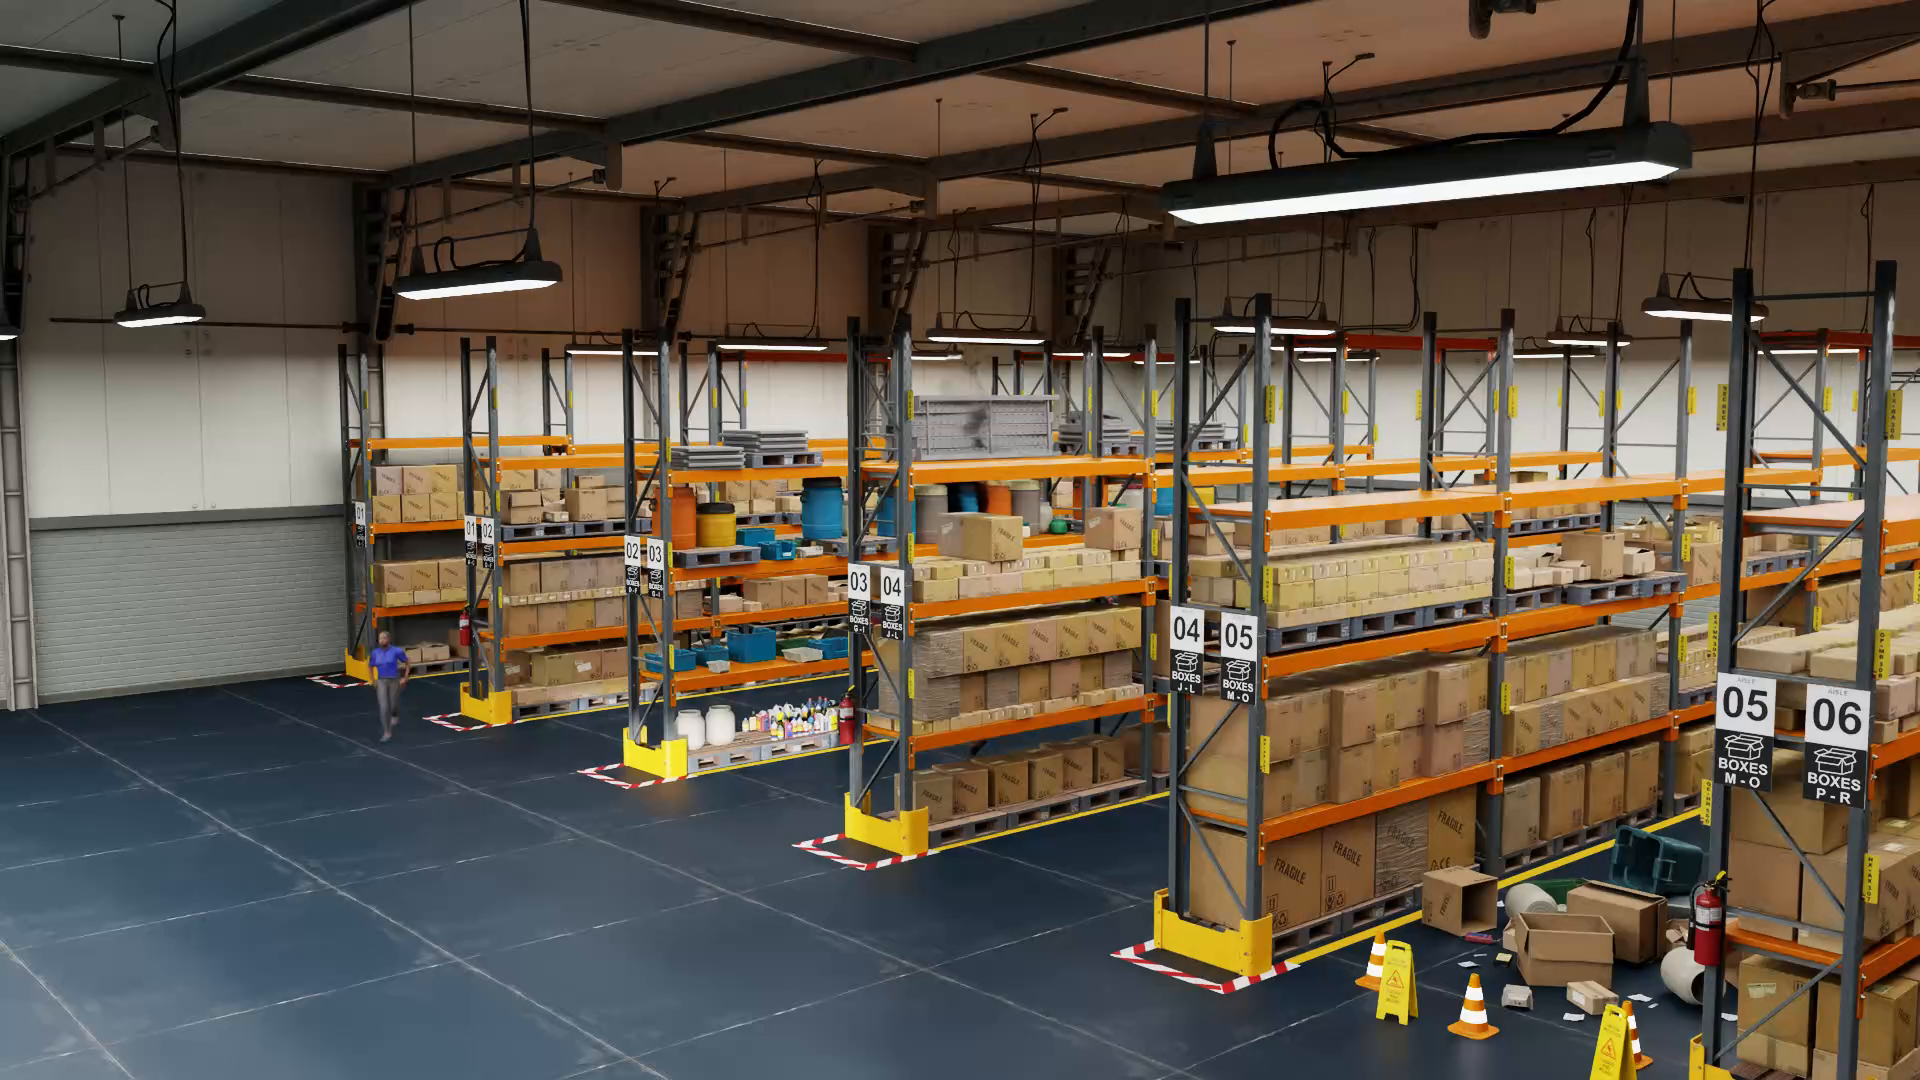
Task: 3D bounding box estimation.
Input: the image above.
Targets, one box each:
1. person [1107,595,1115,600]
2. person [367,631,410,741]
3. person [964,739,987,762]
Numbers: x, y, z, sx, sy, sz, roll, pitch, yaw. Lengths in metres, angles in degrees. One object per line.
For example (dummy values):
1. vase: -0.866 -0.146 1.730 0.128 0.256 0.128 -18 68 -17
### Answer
1. person: 3.132 1.316 32.808 0.680 1.811 1.003 4 7 41
2. person: -8.500 2.154 24.760 0.603 1.626 0.630 -1 5 -8
3. person: 0.195 2.038 22.334 0.649 1.826 0.714 4 6 37
